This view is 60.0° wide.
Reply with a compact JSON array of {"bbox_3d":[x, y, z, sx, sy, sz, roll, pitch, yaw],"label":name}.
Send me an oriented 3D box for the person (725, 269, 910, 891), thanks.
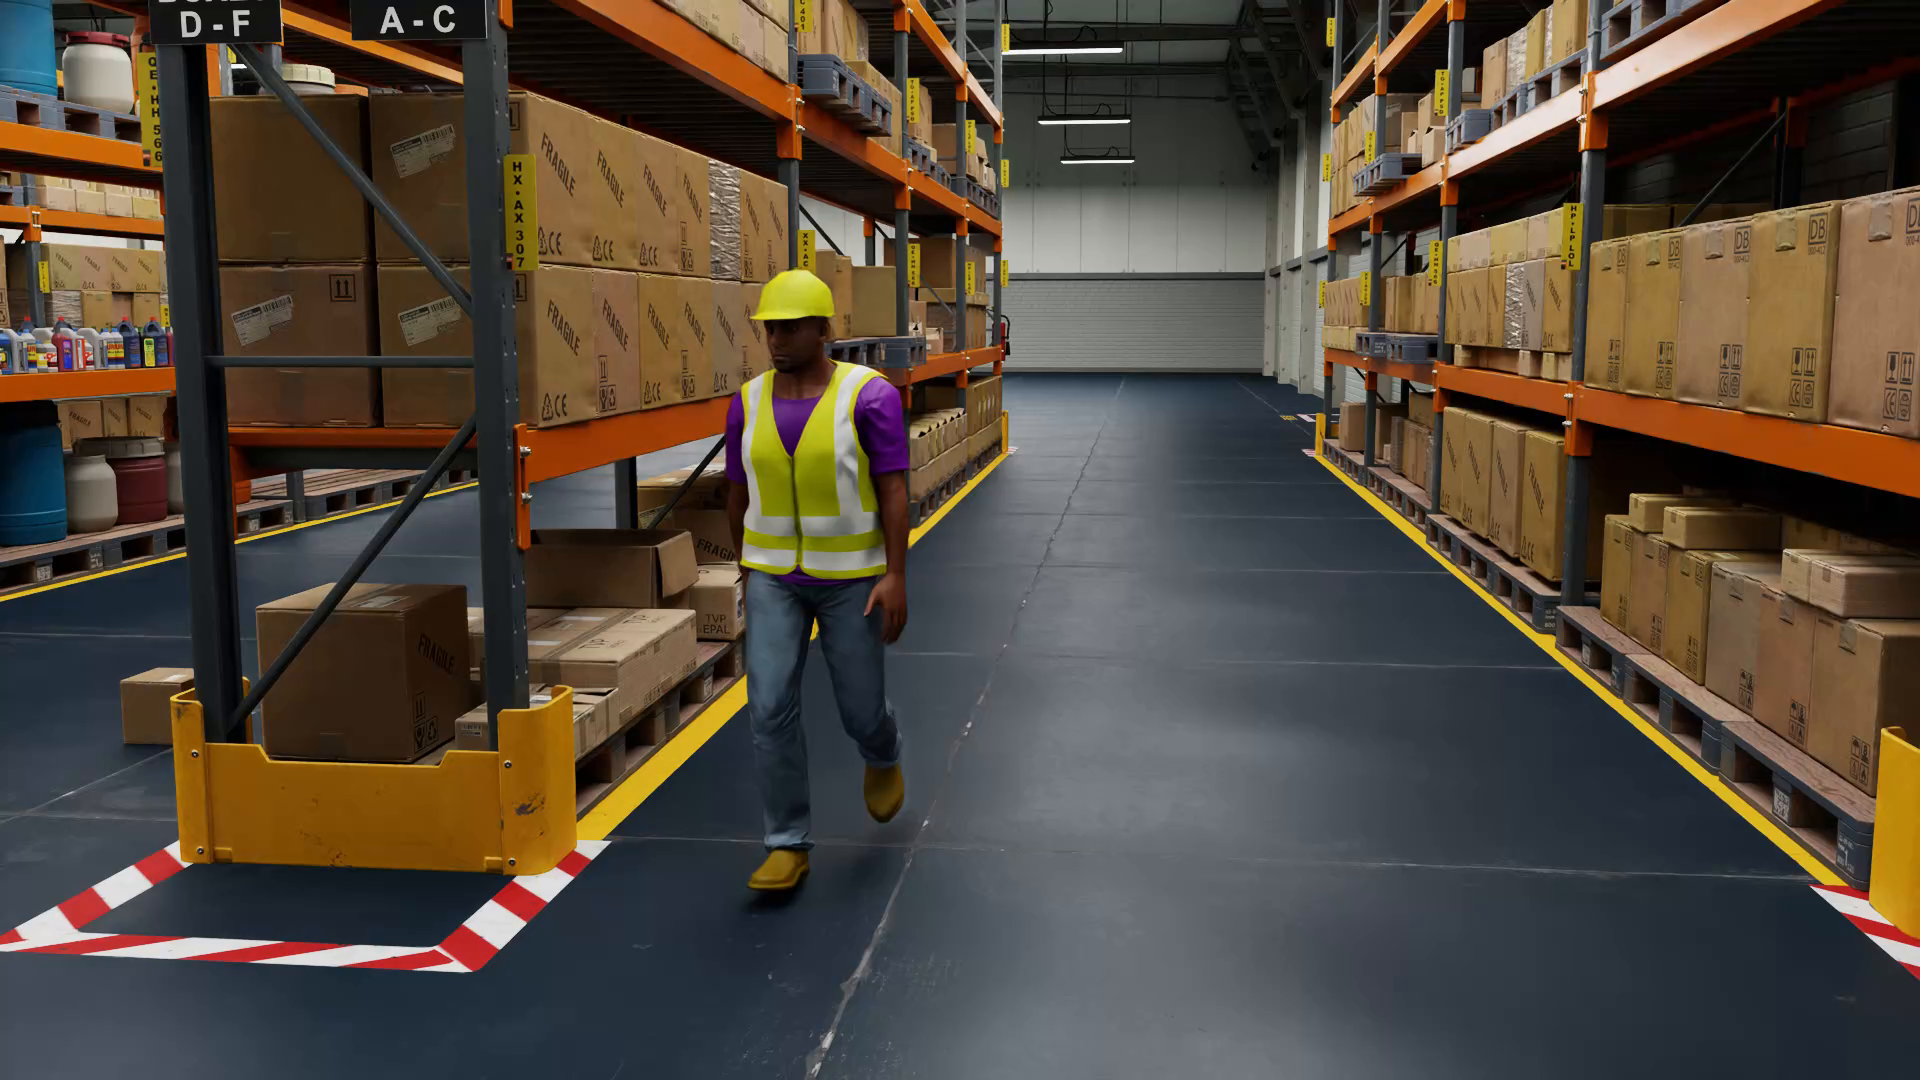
[{"bbox_3d":[-0.408,0.094,4.864,0.579,1.745,0.793,1,8,11],"label":"person"}]
